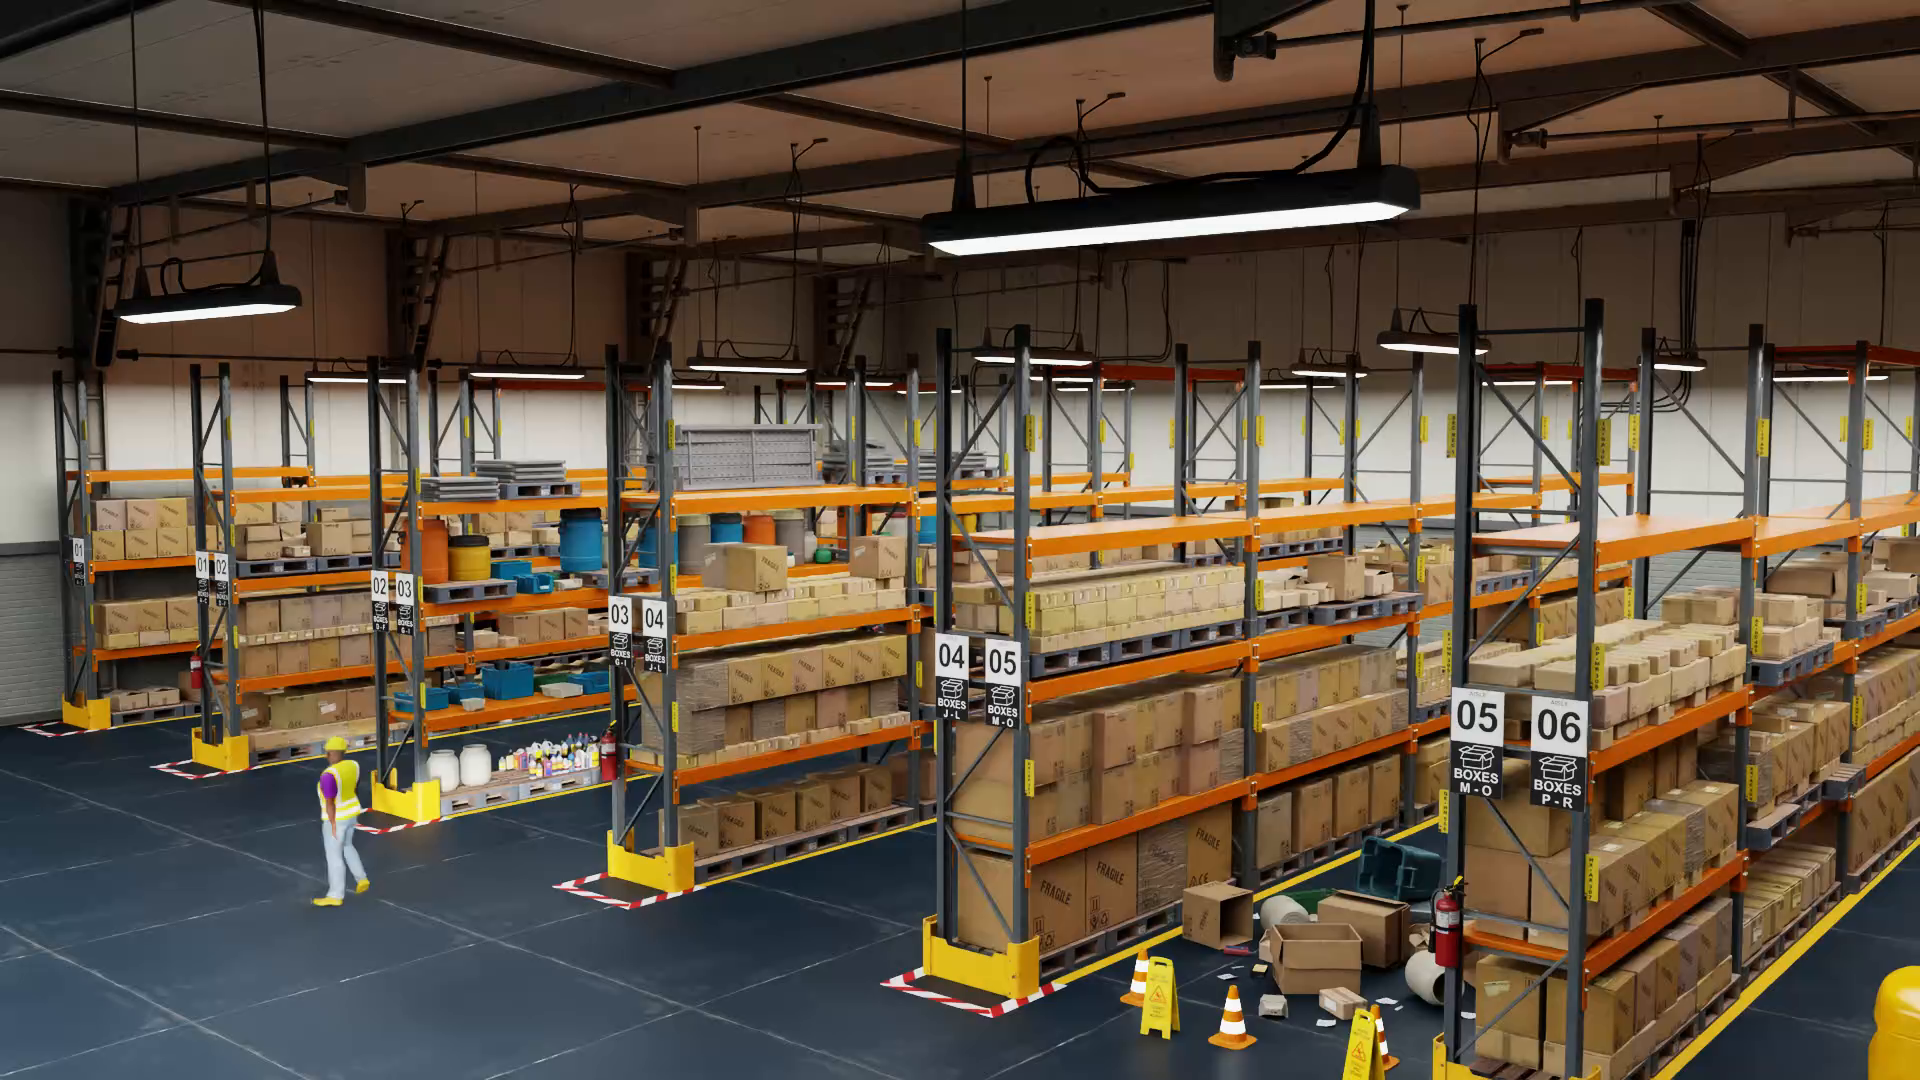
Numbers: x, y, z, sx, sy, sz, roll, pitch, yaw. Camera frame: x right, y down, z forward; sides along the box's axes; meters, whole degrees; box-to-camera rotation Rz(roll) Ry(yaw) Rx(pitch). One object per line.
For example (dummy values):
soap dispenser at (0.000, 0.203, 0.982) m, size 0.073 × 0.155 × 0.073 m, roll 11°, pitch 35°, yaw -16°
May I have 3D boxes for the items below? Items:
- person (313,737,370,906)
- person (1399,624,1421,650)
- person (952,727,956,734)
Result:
person at (-6.621, 2.982, 17.796) m, size 0.420 × 1.775 × 0.607 m, roll 1°, pitch 4°, yaw 16°
person at (7.803, 2.192, 28.960) m, size 0.449 × 1.770 × 0.565 m, roll 2°, pitch 5°, yaw 25°
person at (-0.002, 2.315, 27.316) m, size 0.373 × 1.670 × 0.539 m, roll 1°, pitch 4°, yaw 16°
